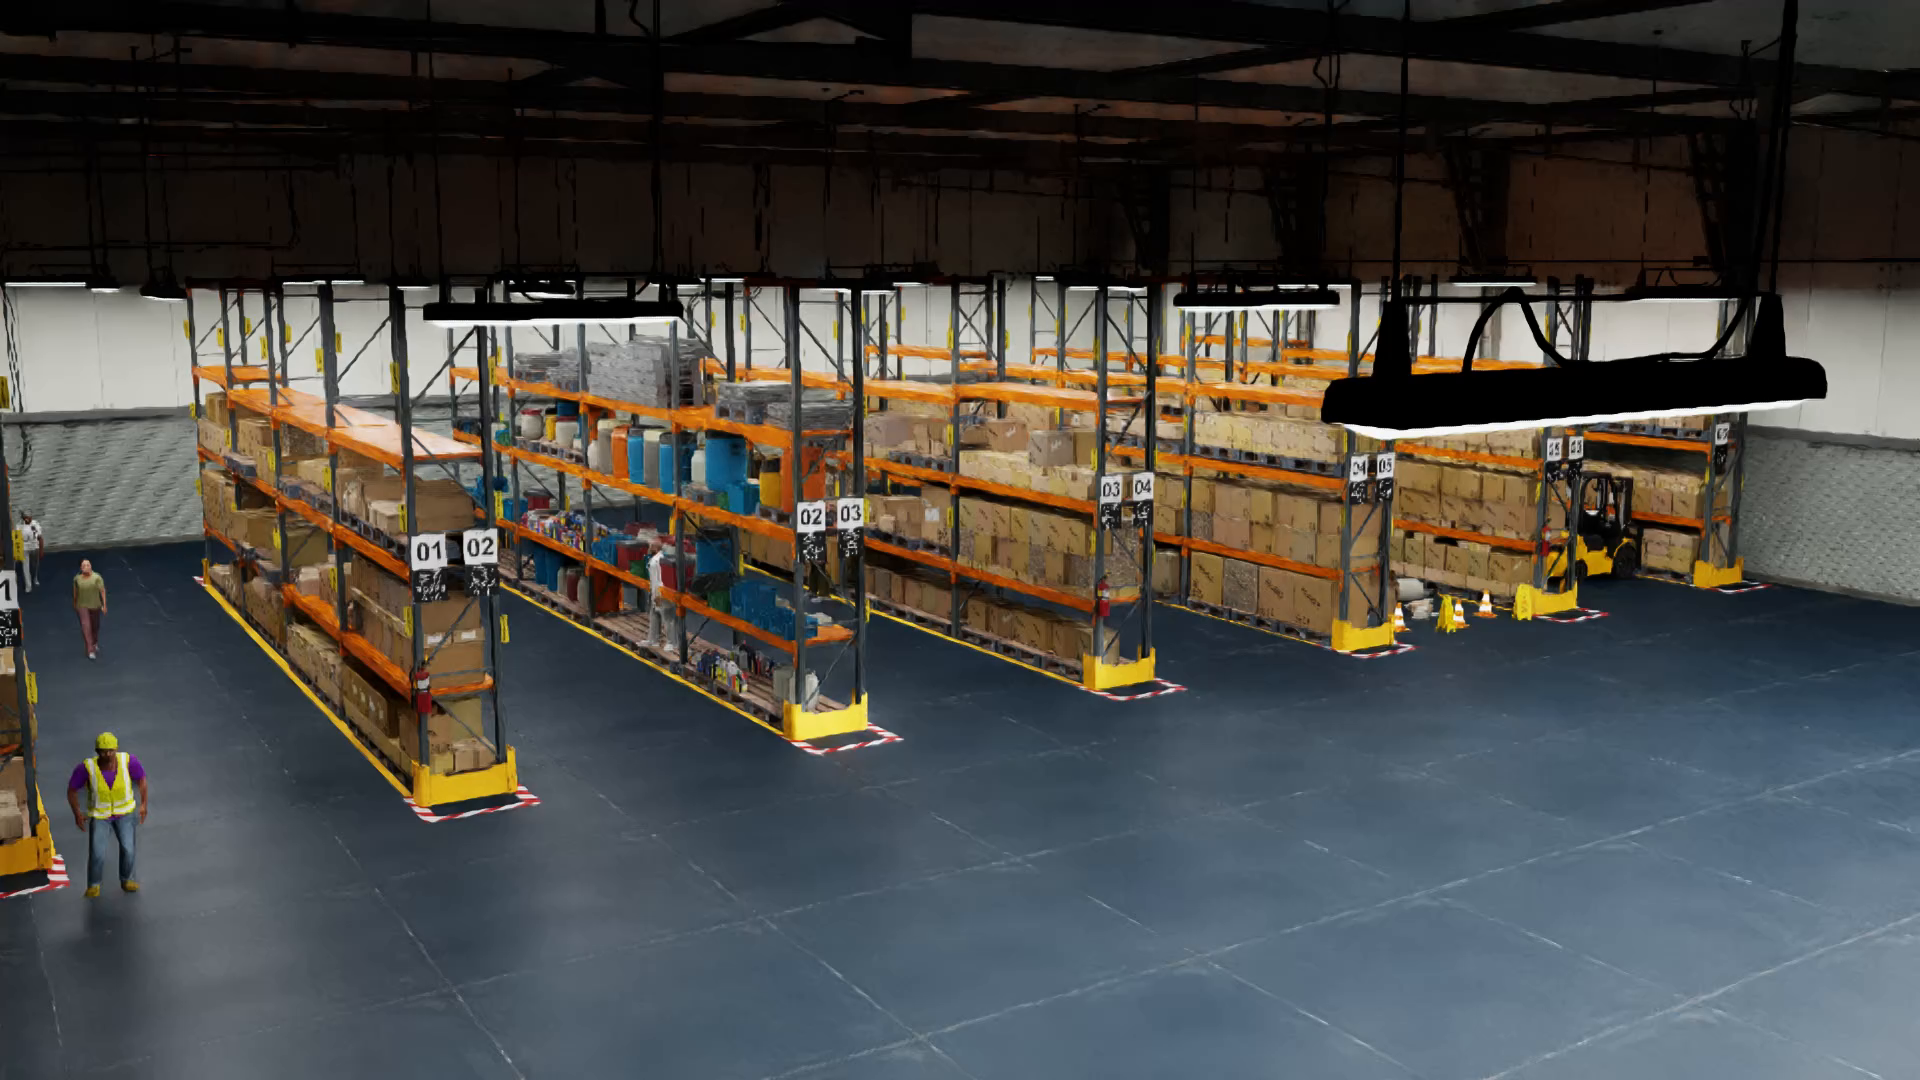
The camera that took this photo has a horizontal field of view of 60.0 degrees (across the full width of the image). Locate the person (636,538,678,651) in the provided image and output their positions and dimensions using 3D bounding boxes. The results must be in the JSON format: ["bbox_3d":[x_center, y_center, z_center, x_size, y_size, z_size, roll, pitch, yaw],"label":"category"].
[{"bbox_3d":[-4.804,0.843,26.328,0.639,1.771,0.709,-4,10,-22],"label":"person"}]

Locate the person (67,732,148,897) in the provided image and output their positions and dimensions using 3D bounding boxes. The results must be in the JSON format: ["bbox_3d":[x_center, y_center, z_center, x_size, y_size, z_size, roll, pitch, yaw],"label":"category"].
[{"bbox_3d":[-8.505,2.737,16.642,0.719,1.714,0.578,-6,11,-33],"label":"person"}]

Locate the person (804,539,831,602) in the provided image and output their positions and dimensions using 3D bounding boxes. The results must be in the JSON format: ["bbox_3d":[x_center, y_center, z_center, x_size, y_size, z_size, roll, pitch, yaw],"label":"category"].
[{"bbox_3d":[-2.591,0.198,29.724,0.556,1.781,0.631,0,10,-2],"label":"person"}]

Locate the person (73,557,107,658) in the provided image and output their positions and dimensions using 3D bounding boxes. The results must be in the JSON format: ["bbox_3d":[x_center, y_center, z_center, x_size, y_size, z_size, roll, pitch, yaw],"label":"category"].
[{"bbox_3d":[-14.019,1.062,26.822,0.458,1.612,1.019,-6,11,-33],"label":"person"}]

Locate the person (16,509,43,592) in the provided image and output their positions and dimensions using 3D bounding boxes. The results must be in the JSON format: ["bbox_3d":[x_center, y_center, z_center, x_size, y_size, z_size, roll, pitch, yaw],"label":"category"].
[{"bbox_3d":[-17.986,0.160,32.171,0.445,1.590,1.091,-7,12,-34],"label":"person"}]
